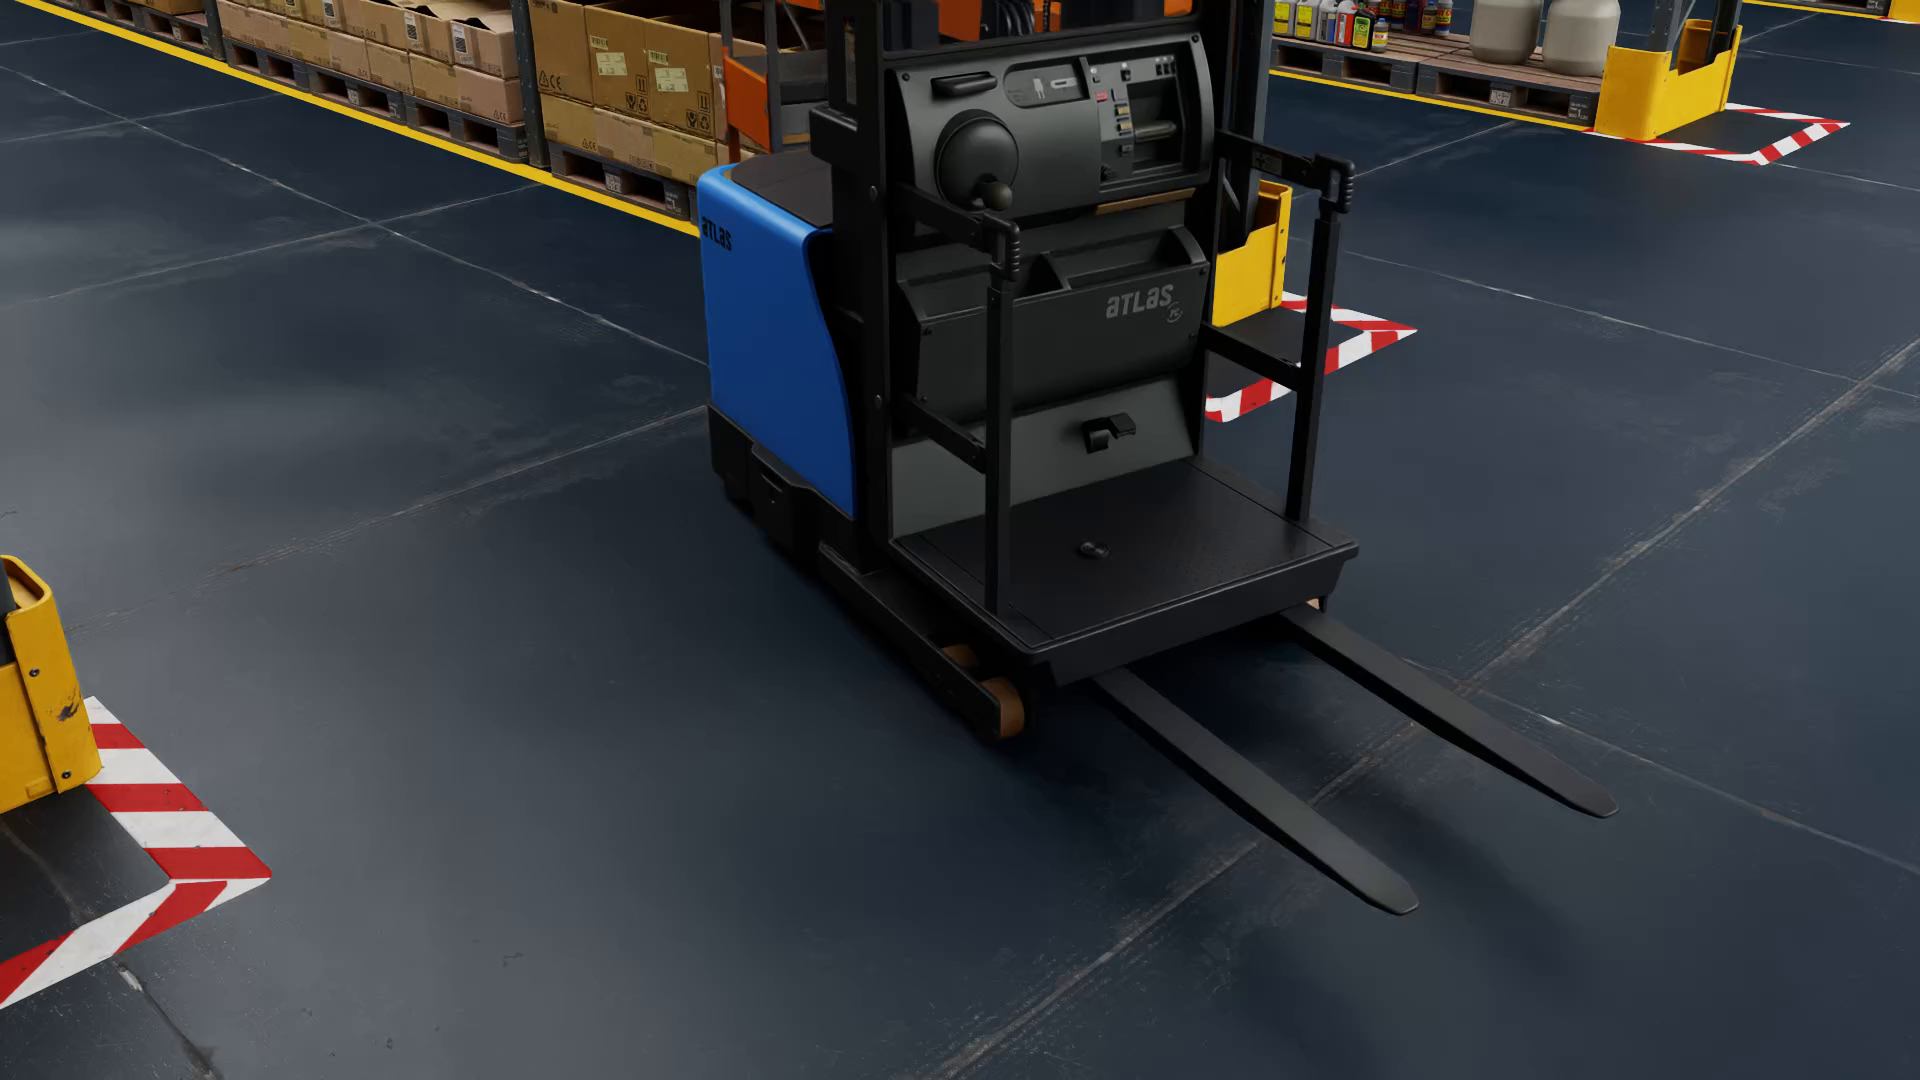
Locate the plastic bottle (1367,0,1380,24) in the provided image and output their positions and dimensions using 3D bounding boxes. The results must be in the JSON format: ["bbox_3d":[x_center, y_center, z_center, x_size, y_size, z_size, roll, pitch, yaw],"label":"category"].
[{"bbox_3d":[2.887,-3.702,11.601,0.097,0.201,0.097,0,28,0],"label":"plastic bottle"}]

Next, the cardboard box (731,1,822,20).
[{"bbox_3d":[-0.789,-2.430,8.345,0.500,0.500,0.500,25,36,38],"label":"cardboard box"}]

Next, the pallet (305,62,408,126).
[{"bbox_3d":[-3.407,-2.928,10.591,1.213,0.211,1.003,25,36,38],"label":"pallet"}]

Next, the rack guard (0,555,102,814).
[{"bbox_3d":[-2.652,0.495,3.771,0.348,0.500,1.175,25,36,38],"label":"rack guard"}]

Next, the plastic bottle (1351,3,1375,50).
[{"bbox_3d":[2.635,-3.352,10.848,0.061,0.283,0.133,-24,36,-38],"label":"plastic bottle"}]

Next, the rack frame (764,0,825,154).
[{"bbox_3d":[-0.424,-1.297,5.445,0.400,2.100,0.015,-12,29,-21],"label":"rack frame"}]

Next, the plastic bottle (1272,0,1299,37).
[{"bbox_3d":[2.218,-3.600,11.247,0.185,0.351,0.144,24,36,38],"label":"plastic bottle"}]

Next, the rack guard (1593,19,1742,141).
[{"bbox_3d":[4.260,-2.777,9.994,0.348,0.500,1.175,25,36,38],"label":"rack guard"}]

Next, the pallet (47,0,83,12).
[{"bbox_3d":[-7.078,-4.660,13.885,1.213,0.211,1.003,25,36,38],"label":"pallet"}]

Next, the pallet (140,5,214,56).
[{"bbox_3d":[-5.338,-3.864,12.371,1.213,0.211,1.003,25,36,38],"label":"pallet"}]

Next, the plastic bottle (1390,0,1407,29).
[{"bbox_3d":[3.029,-3.668,11.461,0.097,0.271,0.097,0,28,0],"label":"plastic bottle"}]

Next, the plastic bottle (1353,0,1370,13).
[{"bbox_3d":[2.644,-3.447,11.028,0.133,0.283,0.061,25,36,38],"label":"plastic bottle"}]

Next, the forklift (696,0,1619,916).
[{"bbox_3d":[0.371,-1.028,4.056,1.130,2.935,3.031,-16,32,-28],"label":"forklift"}]

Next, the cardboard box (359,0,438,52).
[{"bbox_3d":[-3.199,-3.122,9.865,0.500,0.311,0.500,24,36,38],"label":"cardboard box"}]

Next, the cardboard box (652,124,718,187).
[{"bbox_3d":[-1.156,-1.924,8.189,0.500,0.250,0.500,25,36,38],"label":"cardboard box"}]

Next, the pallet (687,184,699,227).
[{"bbox_3d":[-0.568,-1.631,8.124,1.213,0.211,1.003,25,36,38],"label":"pallet"}]

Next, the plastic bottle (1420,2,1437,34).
[{"bbox_3d":[3.199,-3.559,11.329,0.097,0.201,0.097,0,28,0],"label":"plastic bottle"}]

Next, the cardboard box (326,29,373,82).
[{"bbox_3d":[-3.565,-3.043,10.318,0.500,0.250,0.500,-24,36,-38],"label":"cardboard box"}]

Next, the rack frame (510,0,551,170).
[{"bbox_3d":[-1.980,-3.536,8.753,0.127,3.000,1.000,25,36,38],"label":"rack frame"}]

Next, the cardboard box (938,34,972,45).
[{"bbox_3d":[-0.078,-2.102,7.722,0.500,0.500,0.500,25,36,38],"label":"cardboard box"}]

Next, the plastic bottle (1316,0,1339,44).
[{"bbox_3d":[2.471,-3.453,11.049,0.135,0.276,0.152,23,36,37],"label":"plastic bottle"}]

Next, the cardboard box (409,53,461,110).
[{"bbox_3d":[-2.838,-2.710,9.684,0.500,0.250,0.500,24,36,38],"label":"cardboard box"}]

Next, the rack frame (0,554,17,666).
[{"bbox_3d":[-2.598,-0.586,3.142,0.127,3.000,1.000,25,36,38],"label":"rack frame"}]

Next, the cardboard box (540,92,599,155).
[{"bbox_3d":[-1.862,-2.253,8.816,0.500,0.250,0.500,25,36,38],"label":"cardboard box"}]

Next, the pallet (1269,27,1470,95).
[{"bbox_3d":[2.819,-3.314,11.325,1.213,0.211,1.003,25,36,38],"label":"pallet"}]

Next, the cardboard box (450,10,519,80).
[{"bbox_3d":[-2.470,-2.791,9.235,0.500,0.311,0.500,25,36,38],"label":"cardboard box"}]

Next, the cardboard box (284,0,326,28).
[{"bbox_3d":[-3.922,-3.455,10.497,0.500,0.311,0.500,23,36,37],"label":"cardboard box"}]

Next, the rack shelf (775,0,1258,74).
[{"bbox_3d":[-0.554,-2.565,7.679,4.000,0.370,1.077,25,36,38],"label":"rack shelf"}]

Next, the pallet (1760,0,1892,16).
[{"bbox_3d":[7.211,-4.585,13.743,1.213,0.211,1.003,25,36,38],"label":"pallet"}]

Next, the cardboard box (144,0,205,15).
[{"bbox_3d":[-5.664,-4.157,12.146,0.500,0.500,0.500,-24,36,-37],"label":"cardboard box"}]

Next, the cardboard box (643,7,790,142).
[{"bbox_3d":[-1.156,-2.256,8.014,0.500,0.500,0.500,25,36,38],"label":"cardboard box"}]

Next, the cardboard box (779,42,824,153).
[{"bbox_3d":[-0.442,-1.930,7.394,0.500,0.500,0.500,25,36,38],"label":"cardboard box"}]

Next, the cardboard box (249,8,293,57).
[{"bbox_3d":[-4.306,-3.378,10.955,0.500,0.250,0.500,23,36,37],"label":"cardboard box"}]

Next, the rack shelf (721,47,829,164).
[{"bbox_3d":[-0.524,-1.386,5.650,0.431,0.518,0.480,-12,29,-21],"label":"rack shelf"}]

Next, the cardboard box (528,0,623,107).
[{"bbox_3d":[-1.869,-2.582,8.635,0.500,0.500,0.500,25,36,38],"label":"cardboard box"}]

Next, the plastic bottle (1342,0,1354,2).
[{"bbox_3d":[2.740,-3.769,11.729,0.097,0.201,0.097,0,28,0],"label":"plastic bottle"}]

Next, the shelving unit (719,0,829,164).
[{"bbox_3d":[-0.524,-1.398,5.644,0.431,2.100,0.503,-12,29,-21],"label":"shelving unit"}]

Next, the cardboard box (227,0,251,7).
[{"bbox_3d":[-4.665,-3.790,11.136,0.500,0.311,0.500,-24,36,-38],"label":"cardboard box"}]

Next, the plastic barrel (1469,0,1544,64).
[{"bbox_3d":[3.467,-3.312,10.547,0.421,0.512,0.421,0,28,0],"label":"plastic barrel"}]
